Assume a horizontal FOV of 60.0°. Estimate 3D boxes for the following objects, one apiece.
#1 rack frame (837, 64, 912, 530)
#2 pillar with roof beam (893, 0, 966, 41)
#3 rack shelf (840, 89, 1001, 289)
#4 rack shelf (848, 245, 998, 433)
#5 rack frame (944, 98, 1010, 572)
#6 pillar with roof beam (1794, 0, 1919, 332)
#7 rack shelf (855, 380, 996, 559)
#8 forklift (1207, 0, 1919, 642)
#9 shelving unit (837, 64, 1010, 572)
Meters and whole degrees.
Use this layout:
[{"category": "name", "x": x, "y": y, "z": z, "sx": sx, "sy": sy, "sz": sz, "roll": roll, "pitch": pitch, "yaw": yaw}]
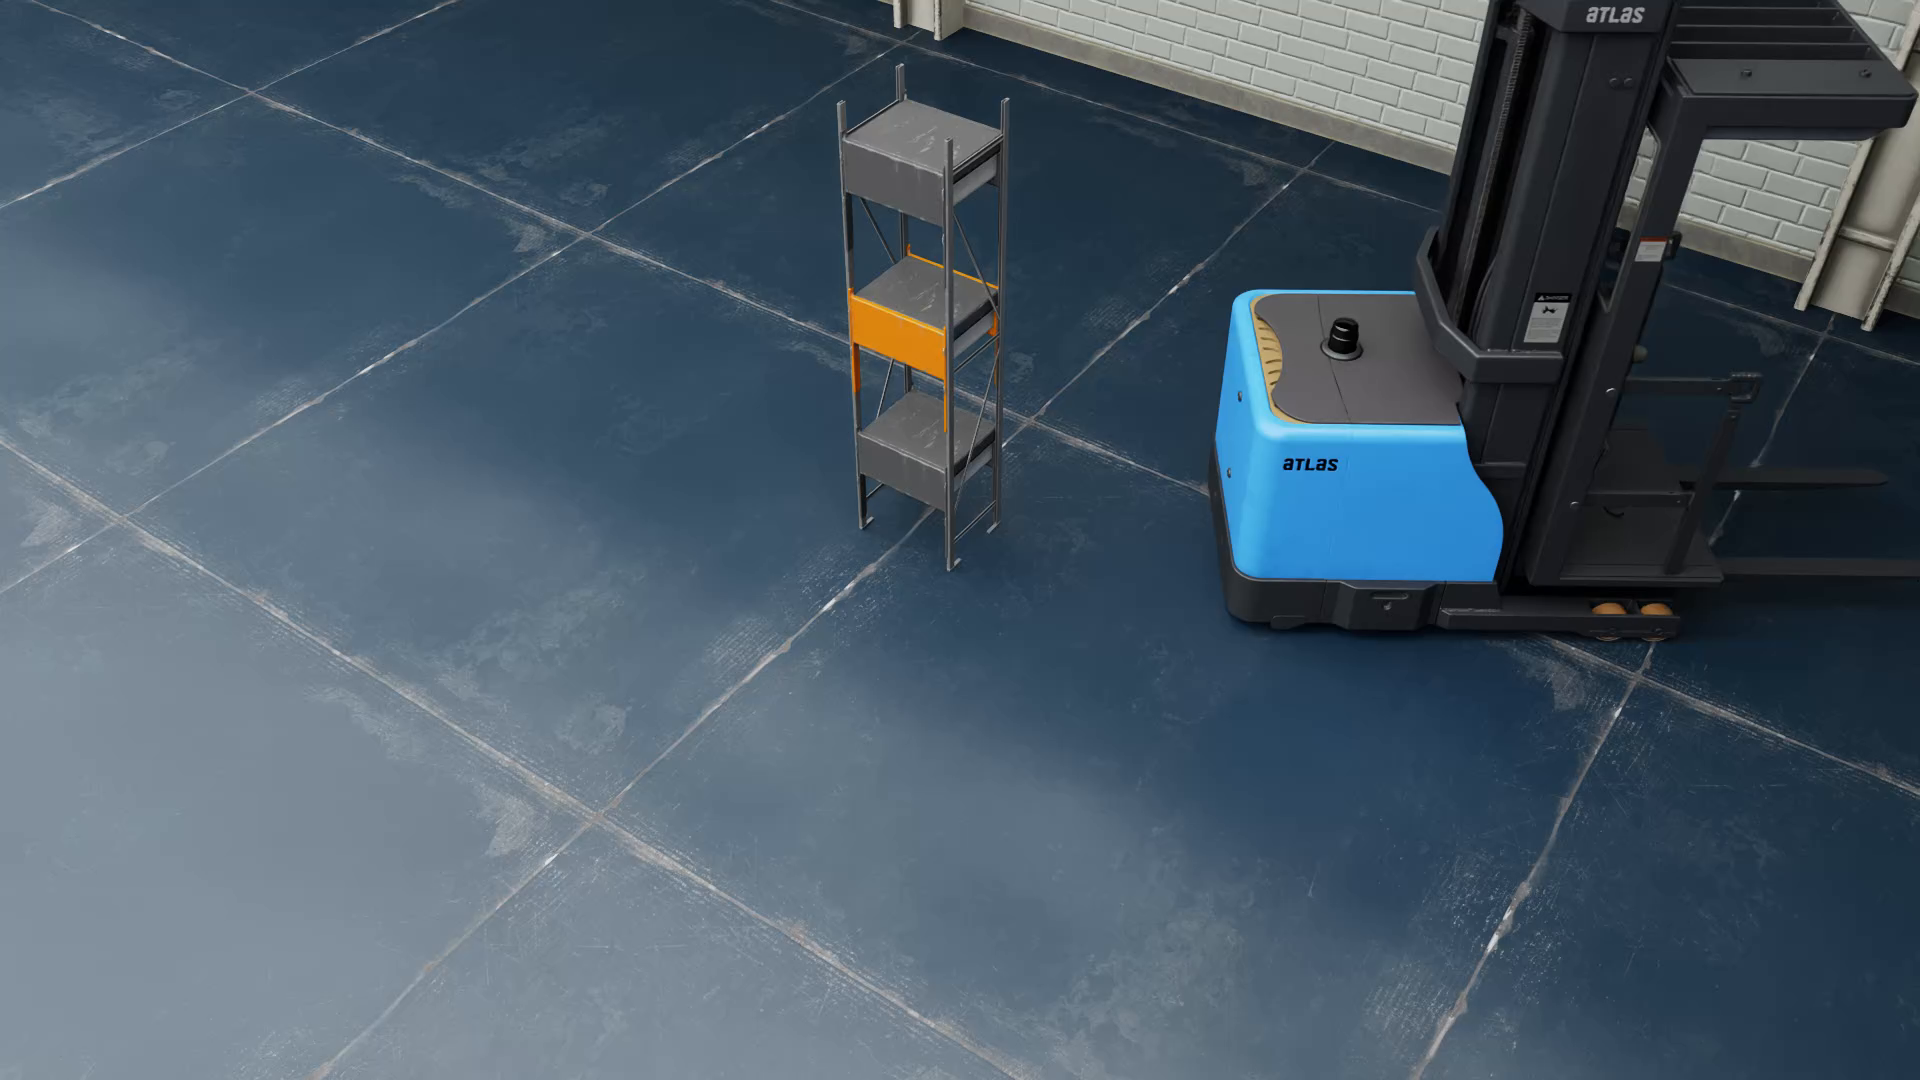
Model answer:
[{"category": "rack frame", "x": -0.335, "y": -0.939, "z": 6.973, "sx": 0.015, "sy": 2.100, "sz": 0.400, "roll": 25, "pitch": 48, "yaw": 25}, {"category": "pillar with roof beam", "x": -2.680, "y": -4.550, "z": 5.835, "sx": 0.400, "sy": 9.000, "sz": 9.100, "roll": 25, "pitch": 48, "yaw": 25}, {"category": "rack shelf", "x": -0.136, "y": -1.357, "z": 6.411, "sx": 0.480, "sy": 0.518, "sz": 0.431, "roll": 25, "pitch": 48, "yaw": 25}, {"category": "rack shelf", "x": -0.136, "y": -0.836, "z": 6.878, "sx": 0.480, "sy": 0.518, "sz": 0.431, "roll": 25, "pitch": 48, "yaw": 25}, {"category": "rack frame", "x": 0.064, "y": -0.752, "z": 6.765, "sx": 0.015, "sy": 2.100, "sz": 0.400, "roll": 25, "pitch": 48, "yaw": 25}, {"category": "pillar with roof beam", "x": 2.233, "y": -2.253, "z": 3.267, "sx": 0.400, "sy": 9.000, "sz": 9.100, "roll": 25, "pitch": 48, "yaw": 25}, {"category": "rack shelf", "x": -0.136, "y": -0.314, "z": 7.345, "sx": 0.480, "sy": 0.518, "sz": 0.431, "roll": 25, "pitch": 48, "yaw": 25}, {"category": "forklift", "x": 2.654, "y": -1.025, "z": 6.445, "sx": 3.031, "sy": 2.935, "sz": 1.130, "roll": 1, "pitch": 42, "yaw": 1}, {"category": "shelving unit", "x": -0.136, "y": -0.846, "z": 6.869, "sx": 0.503, "sy": 2.100, "sz": 0.431, "roll": 25, "pitch": 48, "yaw": 25}]
